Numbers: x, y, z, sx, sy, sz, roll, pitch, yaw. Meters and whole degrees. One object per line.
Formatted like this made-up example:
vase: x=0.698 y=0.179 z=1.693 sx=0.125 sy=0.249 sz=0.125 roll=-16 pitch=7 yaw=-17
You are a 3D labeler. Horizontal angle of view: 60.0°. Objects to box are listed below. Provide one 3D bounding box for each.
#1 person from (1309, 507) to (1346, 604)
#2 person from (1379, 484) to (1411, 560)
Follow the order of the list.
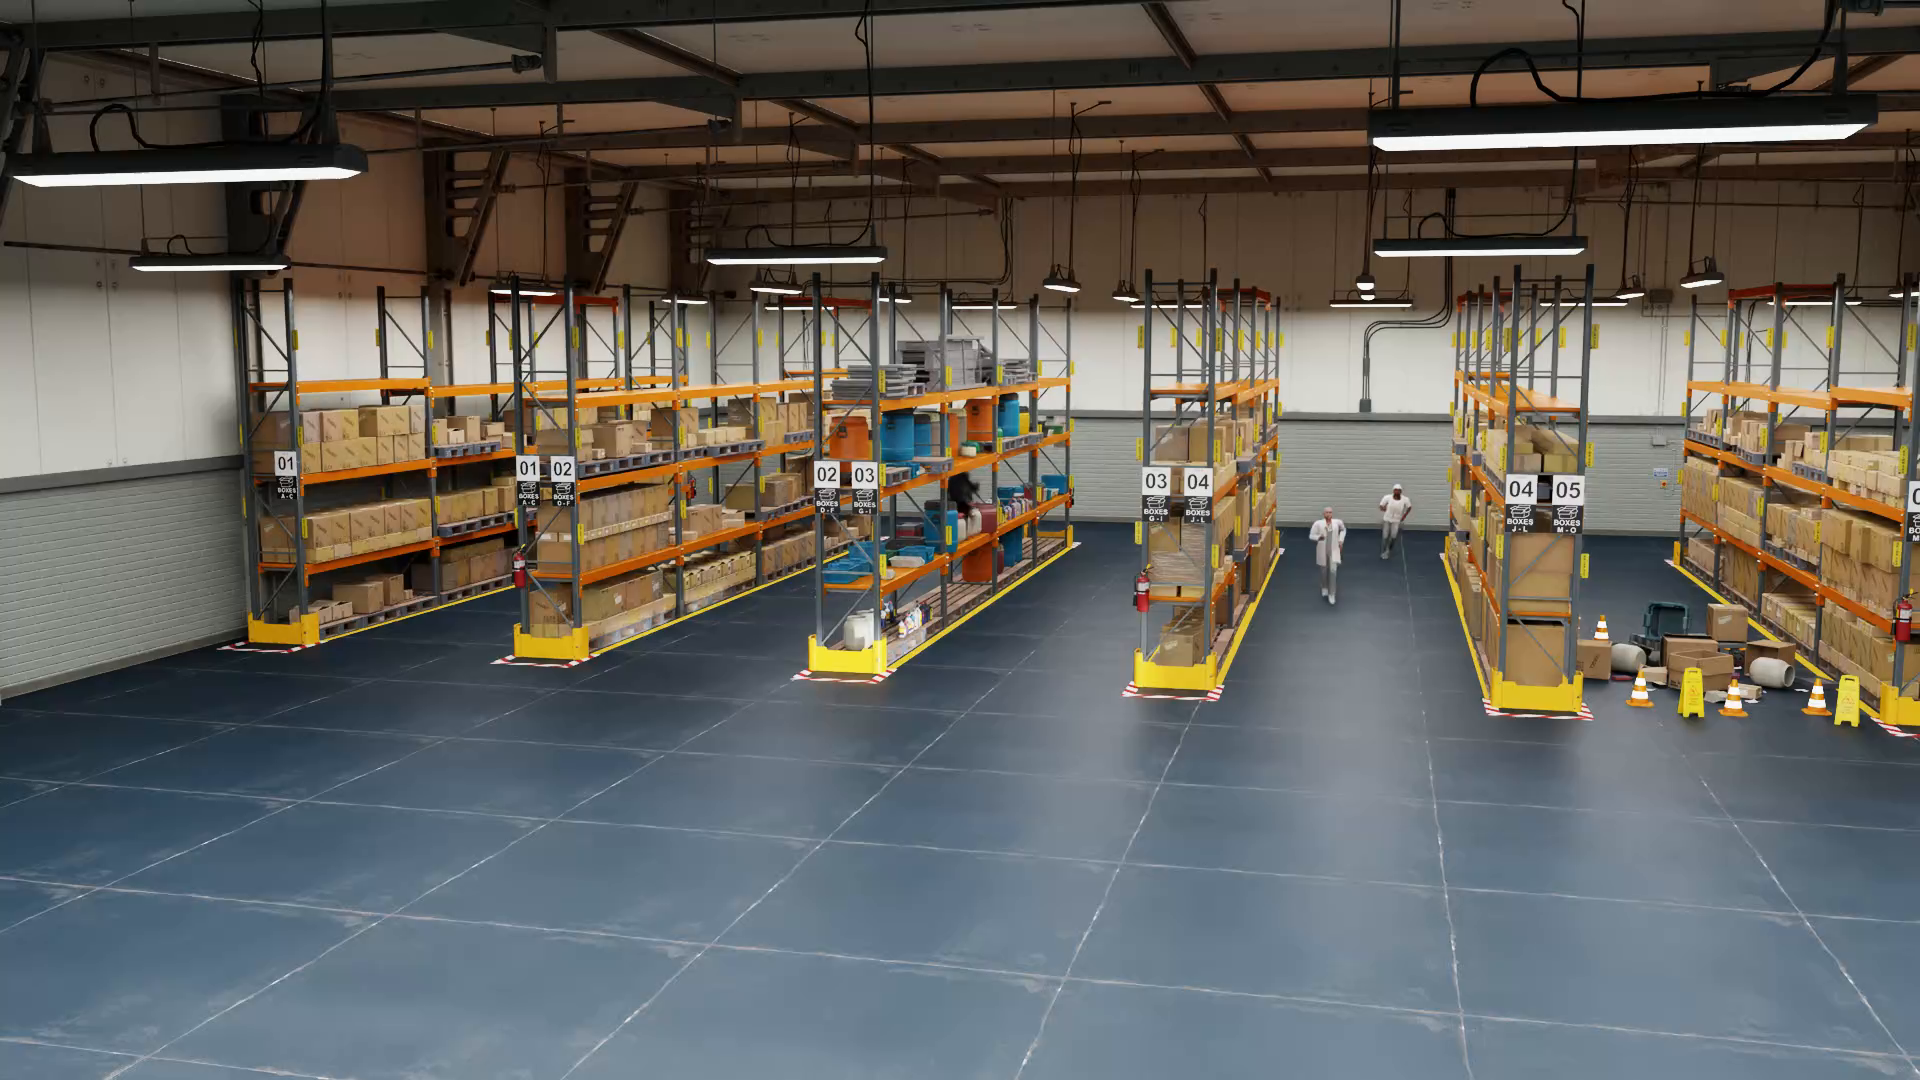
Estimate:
person: x=7.085 y=0.271 z=32.076 sx=0.697 sy=1.831 sz=0.966 roll=1 pitch=7 yaw=11
person: x=9.929 y=-0.406 z=38.047 sx=0.691 sy=1.763 sz=0.708 roll=3 pitch=7 yaw=22
